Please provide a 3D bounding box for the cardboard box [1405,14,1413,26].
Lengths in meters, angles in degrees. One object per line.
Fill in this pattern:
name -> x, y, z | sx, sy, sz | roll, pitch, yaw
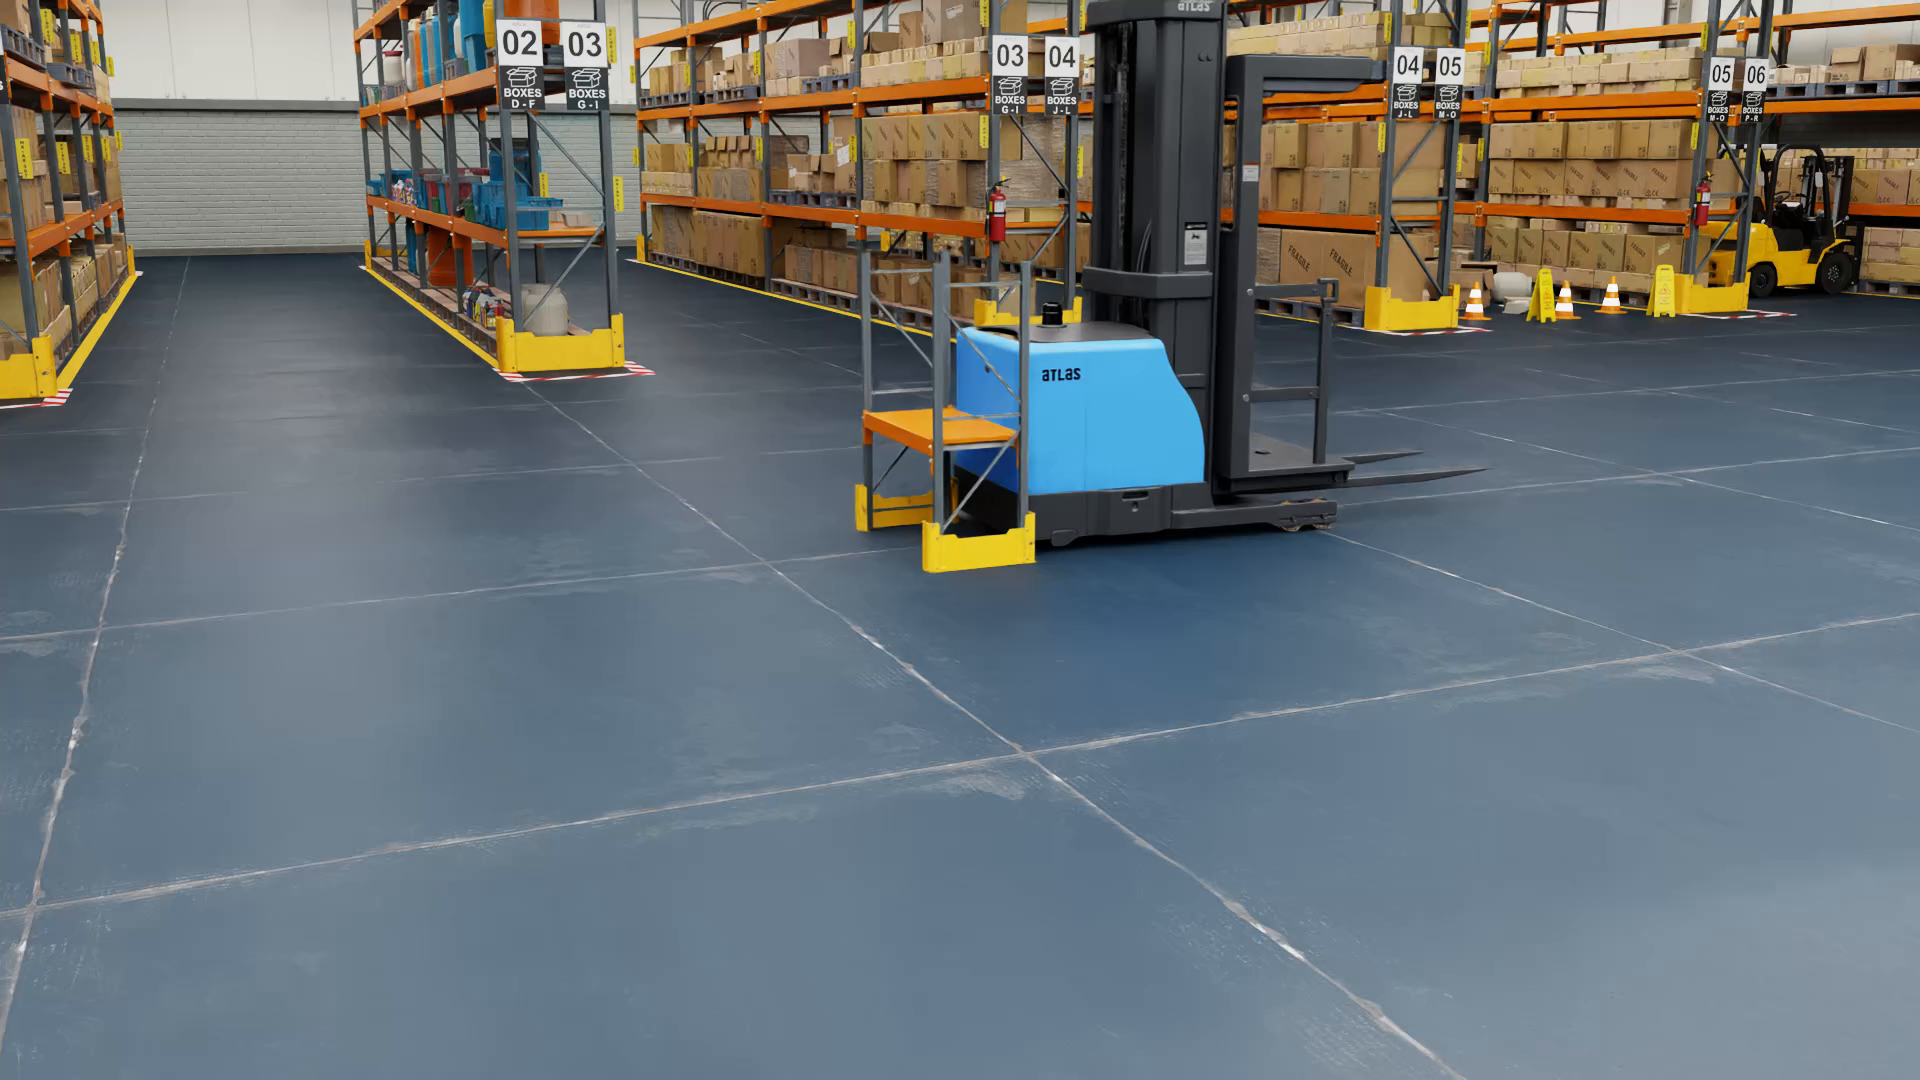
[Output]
cardboard box -> 5.411, -6.121, 19.650 | 0.380, 0.149, 0.250 | -6, 14, -23

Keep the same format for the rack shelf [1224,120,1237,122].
rack shelf -> 4.240, -8.462, 33.724 | 1.077, 0.370, 4.000 | -6, 14, -23

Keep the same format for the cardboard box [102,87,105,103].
cardboard box -> -13.684, -6.970, 26.015 | 0.500, 0.250, 0.500 | -6, 14, -23

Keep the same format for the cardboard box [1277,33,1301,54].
cardboard box -> 4.299, -6.165, 20.722 | 0.500, 0.250, 0.500 | -5, 14, -22

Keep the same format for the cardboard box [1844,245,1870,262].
cardboard box -> 13.496, -4.298, 24.848 | 0.500, 0.250, 0.500 | -6, 14, -24

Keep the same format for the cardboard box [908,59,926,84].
cardboard box -> -0.265, -5.342, 18.979 | 0.500, 0.250, 0.500 | -6, 14, -24

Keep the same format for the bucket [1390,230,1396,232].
bucket -> 5.917, -4.143, 24.009 | 0.726, 0.611, 0.620 | -1, 3, -4

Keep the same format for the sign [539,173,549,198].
sign -> -4.864, -4.125, 19.428 | 0.100, 0.325, 0.005 | -6, 14, -23

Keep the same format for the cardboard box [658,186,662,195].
cardboard box -> -5.284, -6.379, 30.335 | 0.380, 0.149, 0.250 | -6, 14, -24

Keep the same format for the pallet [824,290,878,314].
pallet -> -1.148, -3.193, 22.196 | 1.003, 0.211, 1.213 | -6, 14, -23

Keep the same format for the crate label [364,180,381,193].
crate label -> -10.382, -6.289, 29.629 | 0.416, 0.233, 0.303 | -6, 14, -23

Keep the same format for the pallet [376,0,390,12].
pallet -> -8.218, -8.064, 25.059 | 1.003, 0.211, 1.213 | -6, 14, -23

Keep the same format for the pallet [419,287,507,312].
pallet -> -6.700, -3.247, 22.433 | 1.003, 0.211, 1.213 | -6, 14, -23

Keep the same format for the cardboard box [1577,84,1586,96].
cardboard box -> 8.764, -6.219, 22.991 | 0.380, 0.149, 0.250 | -6, 14, -23

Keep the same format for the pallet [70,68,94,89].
pallet -> -11.161, -5.560, 20.007 | 1.213, 0.211, 1.003 | -5, 14, -20

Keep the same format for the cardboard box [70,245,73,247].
cardboard box -> -13.147, -4.024, 24.171 | 0.500, 0.500, 0.500 | -6, 14, -26

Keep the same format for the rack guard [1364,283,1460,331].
rack guard -> 5.362, -2.768, 19.722 | 1.175, 0.500, 0.348 | -6, 14, -23

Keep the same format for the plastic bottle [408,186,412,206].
plastic bottle -> -7.806, -4.905, 23.698 | 0.097, 0.271, 0.097 | 0, 13, 0

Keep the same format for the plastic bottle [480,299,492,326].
plastic bottle -> -5.039, -2.427, 17.769 | 0.152, 0.276, 0.135 | -6, 14, -25

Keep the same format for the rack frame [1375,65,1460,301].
rack frame -> 5.353, -3.991, 19.462 | 1.000, 3.000, 0.127 | -6, 14, -23

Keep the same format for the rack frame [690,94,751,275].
rack frame -> -4.039, -6.043, 28.328 | 1.000, 3.000, 0.127 | -6, 14, -23

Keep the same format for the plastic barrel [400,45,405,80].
plastic barrel -> -7.823, -6.854, 23.948 | 0.433, 0.535, 0.433 | 0, 13, 0

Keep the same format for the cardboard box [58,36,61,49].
cardboard box -> -12.446, -6.527, 22.390 | 0.600, 0.600, 0.600 | -6, 14, -25

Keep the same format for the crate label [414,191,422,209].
crate label -> -7.150, -4.567, 22.321 | 0.303, 0.233, 0.416 | -6, 14, -23

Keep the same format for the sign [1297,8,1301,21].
sign -> 7.488, -11.581, 36.705 | 0.100, 0.325, 0.005 | -6, 14, -23

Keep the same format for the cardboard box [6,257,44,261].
cardboard box -> -11.574, -3.326, 20.512 | 0.500, 0.311, 0.500 | -5, 14, -21

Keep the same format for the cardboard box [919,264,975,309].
cardboard box -> -0.154, -3.052, 20.017 | 0.500, 0.500, 0.500 | -7, 15, -28

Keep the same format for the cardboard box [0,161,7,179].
cardboard box -> -8.270, -3.135, 14.104 | 0.380, 0.149, 0.250 | -6, 14, -23

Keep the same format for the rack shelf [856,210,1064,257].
rack shelf -> -0.033, -3.627, 19.483 | 1.077, 0.370, 4.000 | -6, 14, -23

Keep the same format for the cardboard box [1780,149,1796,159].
cardboard box -> 12.955, -5.991, 25.784 | 0.380, 0.149, 0.250 | -5, 14, -22

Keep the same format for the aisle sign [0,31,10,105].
aisle sign -> -8.004, -3.951, 13.521 | 0.394, 0.787, 0.004 | -6, 14, -23

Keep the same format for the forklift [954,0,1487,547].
forklift -> 1.537, -1.577, 9.183 | 3.031, 2.935, 1.130 | -5, 14, -20

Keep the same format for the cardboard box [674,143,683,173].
cardboard box -> -4.665, -6.655, 28.982 | 0.500, 0.500, 0.500 | -5, 14, -22

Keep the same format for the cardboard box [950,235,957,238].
cardboard box -> 0.026, -5.675, 30.809 | 0.380, 0.149, 0.250 | -5, 14, -22

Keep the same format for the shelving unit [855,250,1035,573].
shelving unit -> -0.097, -0.704, 8.585 | 0.587, 1.500, 1.083 | -5, 14, -22

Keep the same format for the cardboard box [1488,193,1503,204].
cardboard box -> 8.078, -5.069, 24.676 | 0.380, 0.149, 0.250 | -6, 14, -23

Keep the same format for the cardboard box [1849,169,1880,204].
cardboard box -> 13.552, -5.249, 24.674 | 0.500, 0.500, 0.500 | -6, 14, -24

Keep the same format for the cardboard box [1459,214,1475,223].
cardboard box -> 10.068, -6.328, 32.732 | 0.380, 0.149, 0.250 | -5, 14, -21

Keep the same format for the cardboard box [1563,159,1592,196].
cardboard box -> 8.799, -5.054, 23.173 | 0.500, 0.500, 0.500 | -5, 14, -22

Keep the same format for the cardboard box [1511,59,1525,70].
cardboard box -> 8.204, -6.867, 24.025 | 0.380, 0.149, 0.250 | -5, 14, -21

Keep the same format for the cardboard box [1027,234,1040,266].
cardboard box -> 1.441, -4.851, 27.788 | 0.500, 0.500, 0.500 | -5, 14, -21

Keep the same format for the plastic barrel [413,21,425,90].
plastic barrel -> -6.583, -6.116, 21.036 | 0.600, 0.830, 0.708 | -6, 14, -23

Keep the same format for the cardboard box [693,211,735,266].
cardboard box -> -3.764, -5.082, 27.957 | 1.225, 0.875, 0.875 | -6, 14, -23

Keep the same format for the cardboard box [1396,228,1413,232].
cardboard box -> 9.539, -6.440, 35.074 | 0.500, 0.311, 0.500 | -5, 14, -21

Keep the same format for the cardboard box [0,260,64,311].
cardboard box -> -9.337, -2.546, 16.723 | 0.500, 0.500, 0.500 | -6, 14, -23

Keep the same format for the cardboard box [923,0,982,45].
cardboard box -> -0.085, -5.760, 18.462 | 0.500, 0.500, 0.500 | -6, 14, -23

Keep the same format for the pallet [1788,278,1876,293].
pallet -> 13.565, -3.956, 25.492 | 1.003, 0.211, 1.213 | -6, 14, -23

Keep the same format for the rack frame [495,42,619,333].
rack frame -> -3.771, -3.117, 15.683 | 1.000, 3.000, 0.127 | -6, 14, -23

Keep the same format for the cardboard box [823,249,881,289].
cardboard box -> -1.459, -3.731, 22.908 | 0.700, 0.500, 0.500 | -7, 15, -28

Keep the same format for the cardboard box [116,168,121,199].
cardboard box -> -14.080, -5.850, 27.270 | 0.500, 0.500, 0.500 | -5, 14, -22

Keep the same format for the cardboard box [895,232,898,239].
cardboard box -> -1.082, -6.126, 33.417 | 0.380, 0.149, 0.250 | -5, 14, -21

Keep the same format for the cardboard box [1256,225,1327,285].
cardboard box -> 4.303, -3.665, 21.833 | 0.875, 0.875, 0.875 | -6, 14, -23

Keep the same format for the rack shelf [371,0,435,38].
rack shelf -> -7.776, -7.560, 24.060 | 1.077, 0.370, 4.000 | -6, 14, -23

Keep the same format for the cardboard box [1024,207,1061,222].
cardboard box -> 0.872, -3.522, 17.992 | 0.380, 0.149, 0.250 | -6, 14, -23
